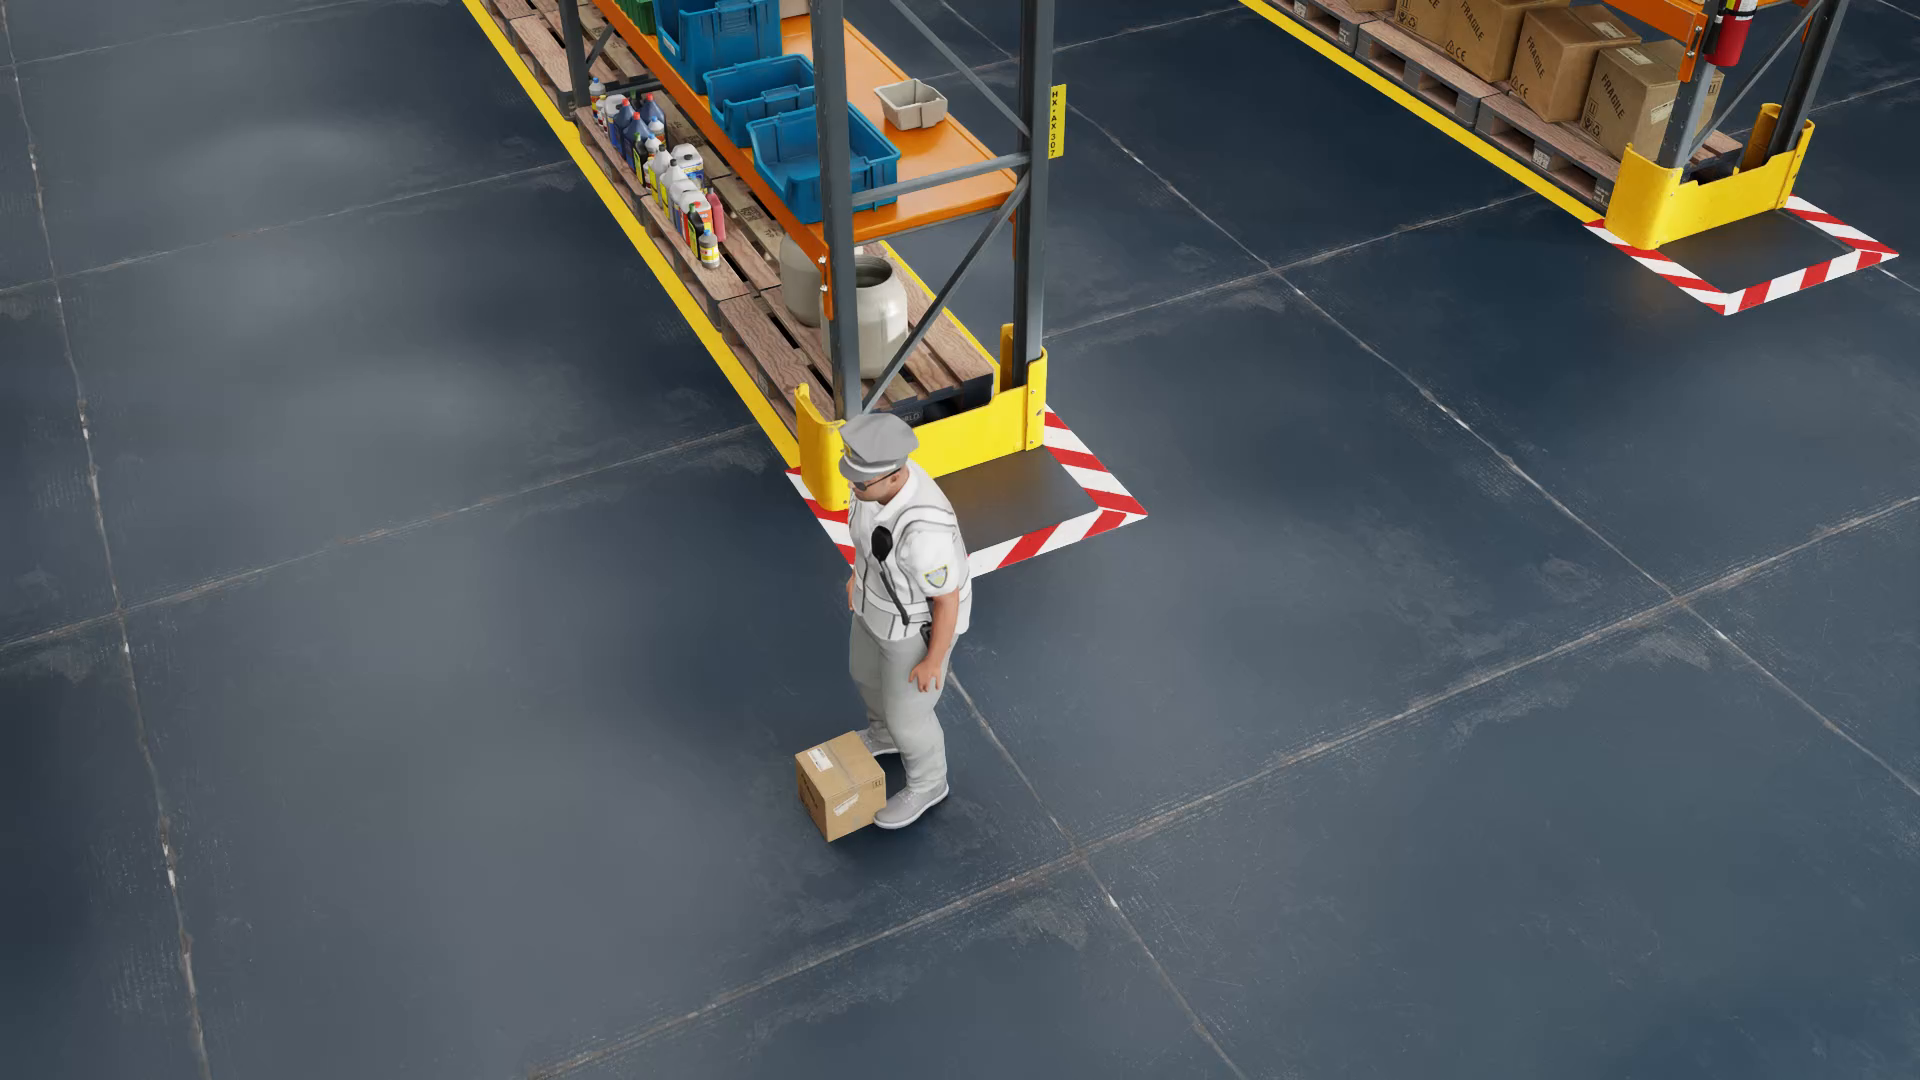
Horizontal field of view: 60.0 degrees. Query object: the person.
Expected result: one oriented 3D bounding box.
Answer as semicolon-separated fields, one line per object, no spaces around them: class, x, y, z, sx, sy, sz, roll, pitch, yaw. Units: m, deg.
person;-0.203;0.265;5.849;0.436;1.746;0.591;-21;45;-22
